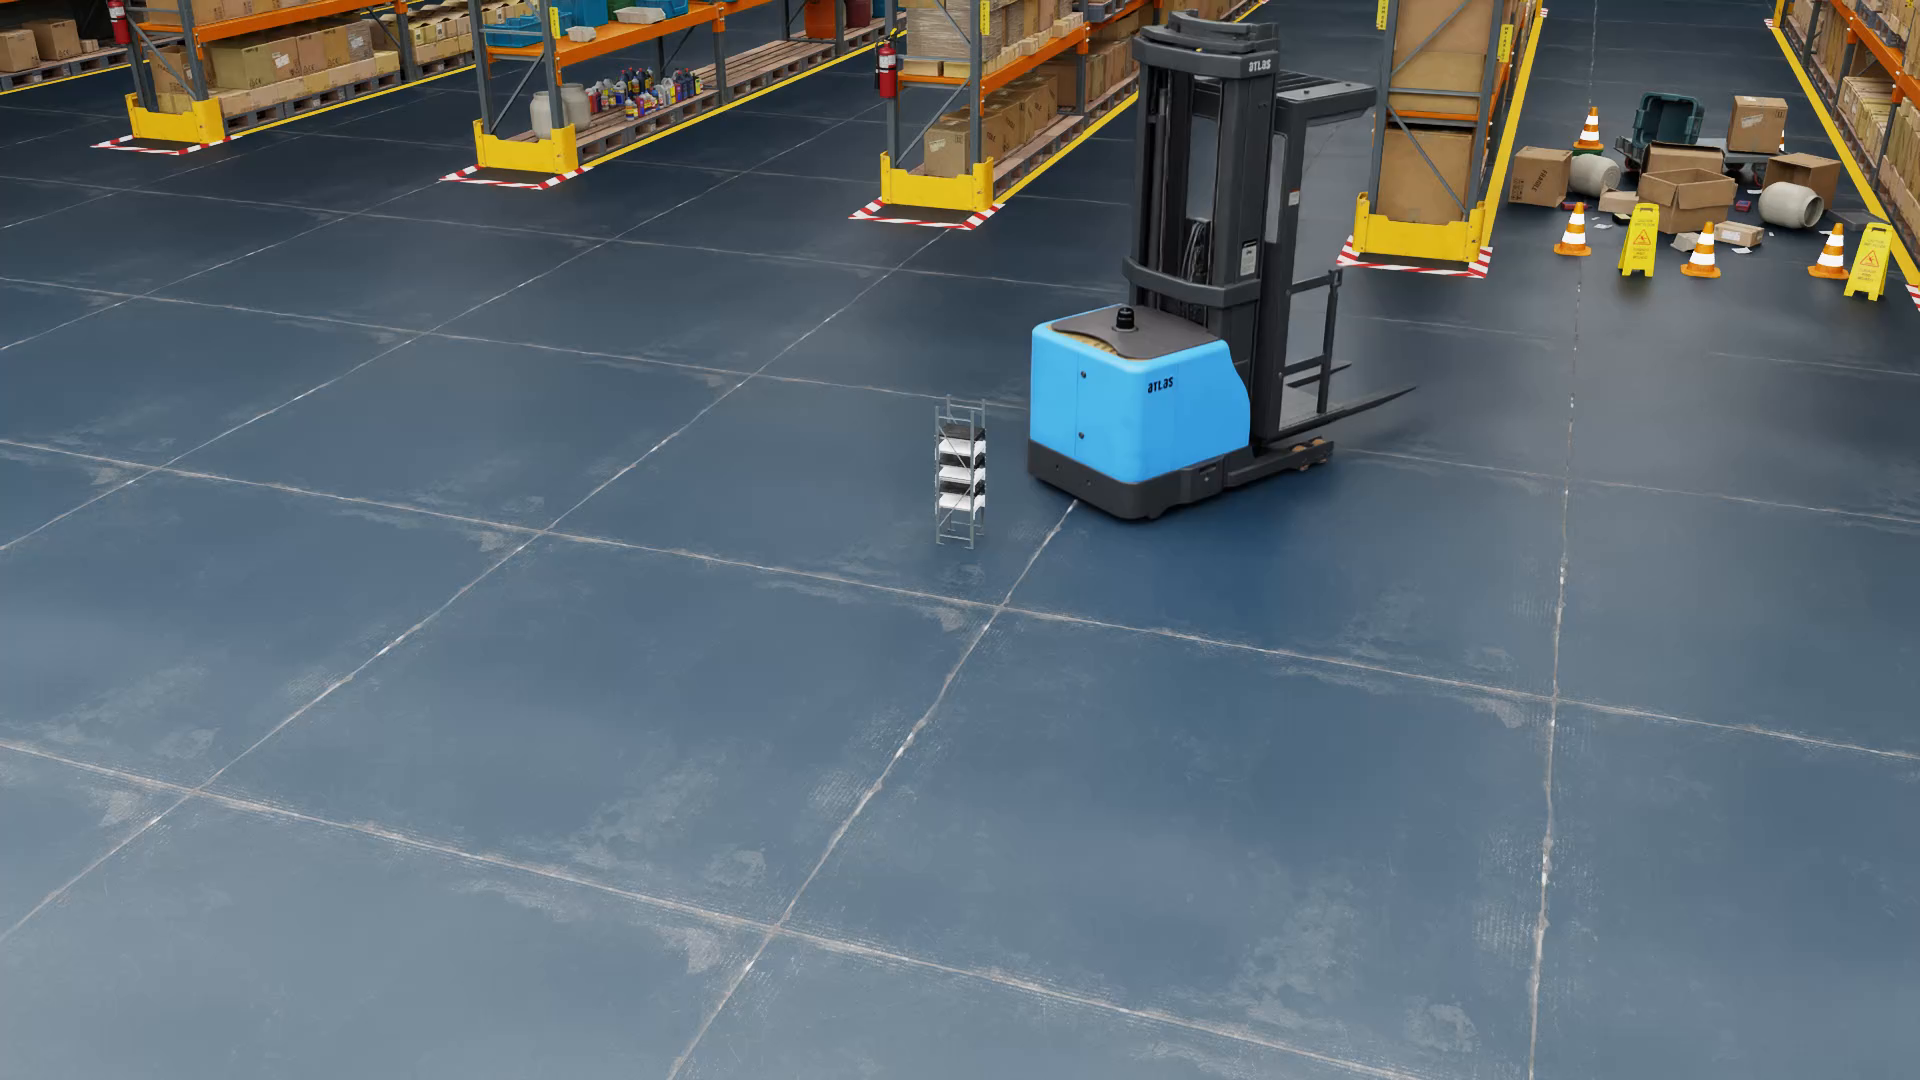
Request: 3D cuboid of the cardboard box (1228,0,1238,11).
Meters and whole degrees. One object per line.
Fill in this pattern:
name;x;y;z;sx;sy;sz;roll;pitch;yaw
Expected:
cardboard box;4.319;-9.675;28.747;0.875;0.875;0.875;9;27;17

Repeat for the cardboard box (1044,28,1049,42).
cardboard box;0.806;-5.775;19.023;0.380;0.149;0.250;9;27;17

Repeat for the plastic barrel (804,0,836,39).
plastic barrel;-2.130;-8.303;25.965;0.600;0.830;0.708;9;27;17

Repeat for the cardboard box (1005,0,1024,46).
cardboard box;0.201;-5.705;18.134;0.875;0.500;0.500;9;27;17

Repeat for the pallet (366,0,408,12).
pallet;-10.878;-9.882;30.417;1.003;0.211;1.213;9;27;17

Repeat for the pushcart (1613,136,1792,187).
pushcart;8.241;-4.218;18.529;1.648;0.377;0.936;0;26;-1

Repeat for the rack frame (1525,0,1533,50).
rack frame;8.368;-9.052;25.504;1.000;3.000;0.127;9;27;17

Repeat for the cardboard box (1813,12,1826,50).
cardboard box;13.380;-7.654;25.075;0.875;0.438;0.875;8;27;17

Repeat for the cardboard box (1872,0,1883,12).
cardboard box;11.084;-6.374;19.779;0.380;0.149;0.250;9;27;18

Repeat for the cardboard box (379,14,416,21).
cardboard box;-8.246;-7.590;24.514;0.500;0.311;0.500;10;27;19

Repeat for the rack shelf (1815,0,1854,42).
rack shelf;12.404;-7.230;22.566;1.077;0.370;4.000;9;27;17

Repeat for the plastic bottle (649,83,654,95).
plastic bottle;-3.880;-5.650;21.089;0.061;0.283;0.133;9;27;17

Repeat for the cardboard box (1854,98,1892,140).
cardboard box;11.046;-4.892;19.446;0.950;0.372;0.625;10;27;19

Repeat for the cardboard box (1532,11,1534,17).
cardboard box;9.466;-8.921;28.024;0.380;0.149;0.250;8;27;15

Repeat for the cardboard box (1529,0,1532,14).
cardboard box;8.359;-8.111;25.086;0.500;0.250;0.500;8;27;16

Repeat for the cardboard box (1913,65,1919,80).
cardboard box;9.965;-4.781;16.970;0.380;0.149;0.250;10;27;19

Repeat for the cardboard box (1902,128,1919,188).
cardboard box;9.616;-3.739;16.344;0.500;0.500;0.500;10;28;20

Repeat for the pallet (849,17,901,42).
pallet;-1.646;-8.462;27.485;1.003;0.211;1.213;9;27;17

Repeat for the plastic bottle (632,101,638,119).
plastic bottle;-4.007;-5.281;20.421;0.097;0.201;0.097;0;26;0

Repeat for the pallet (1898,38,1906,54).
pallet;10.799;-5.295;17.964;1.003;0.211;1.213;9;27;17

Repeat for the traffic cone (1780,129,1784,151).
traffic cone;9.500;-4.659;19.341;0.336;0.463;0.334;9;27;17

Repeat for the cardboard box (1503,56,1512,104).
cardboard box;6.462;-5.988;21.275;1.050;0.750;0.750;9;27;18

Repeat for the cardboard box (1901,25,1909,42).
cardboard box;10.319;-5.416;17.799;0.380;0.149;0.250;9;27;18

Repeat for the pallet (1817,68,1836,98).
pallet;12.480;-6.290;22.998;1.003;0.211;1.213;9;27;17

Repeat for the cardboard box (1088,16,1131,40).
cardboard box;2.032;-7.080;22.935;0.500;0.250;0.500;12;28;23

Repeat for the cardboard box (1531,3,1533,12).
cardboard box;9.188;-8.731;27.290;0.380;0.149;0.250;9;27;17

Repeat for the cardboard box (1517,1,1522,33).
cardboard box;6.302;-6.194;19.486;0.500;0.500;0.500;9;27;18

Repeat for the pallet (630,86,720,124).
pallet;-3.871;-5.719;21.819;1.003;0.211;1.213;9;27;17

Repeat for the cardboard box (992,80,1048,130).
cardboard box;0.708;-5.194;19.922;0.500;0.500;0.500;19;32;34

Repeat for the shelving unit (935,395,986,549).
shelving unit;0.003;-0.408;10.061;0.258;0.900;0.210;9;27;17

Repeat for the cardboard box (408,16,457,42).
cardboard box;-7.734;-7.506;24.340;0.500;0.311;0.500;8;27;17

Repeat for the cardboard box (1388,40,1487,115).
cardboard box;4.456;-4.347;15.615;0.875;0.550;0.550;9;27;17

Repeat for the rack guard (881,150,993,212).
rack guard;-0.243;-3.788;17.499;1.175;0.500;0.348;9;27;17

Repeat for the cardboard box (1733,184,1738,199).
cardboard box;8.113;-3.834;17.864;0.258;0.266;0.396;-9;27;-18

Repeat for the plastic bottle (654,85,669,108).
plastic bottle;-3.780;-5.631;21.060;0.152;0.276;0.135;9;27;18

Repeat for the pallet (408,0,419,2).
pallet;-10.474;-10.385;31.456;1.003;0.211;1.213;9;27;17

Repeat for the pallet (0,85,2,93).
pallet;-13.953;-6.141;22.692;1.003;0.211;1.213;9;27;17

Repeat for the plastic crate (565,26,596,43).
plastic crate;-4.338;-5.802;19.094;0.298;0.136;0.250;9;27;17

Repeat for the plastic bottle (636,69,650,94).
plastic bottle;-4.132;-5.957;21.646;0.144;0.351;0.185;9;27;17

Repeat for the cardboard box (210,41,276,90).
cardboard box;-9.056;-6.002;21.018;0.500;0.500;0.500;9;27;17

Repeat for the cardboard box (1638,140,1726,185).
cardboard box;7.577;-3.856;17.482;0.797;0.637;0.503;9;27;17

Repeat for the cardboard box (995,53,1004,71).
cardboard box;0.250;-5.052;17.529;0.380;0.149;0.250;9;27;17

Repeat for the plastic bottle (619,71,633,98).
plastic bottle;-4.331;-5.900;21.529;0.144;0.351;0.185;8;27;15

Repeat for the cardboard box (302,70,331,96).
cardboard box;-8.720;-6.075;22.029;0.500;0.250;0.500;9;27;17

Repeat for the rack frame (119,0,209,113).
rack frame;-9.609;-6.320;19.860;1.000;3.000;0.127;9;27;17

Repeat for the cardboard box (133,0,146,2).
cardboard box;-12.578;-8.577;26.026;0.500;0.250;0.500;8;27;16

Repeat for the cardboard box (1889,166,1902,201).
cardboard box;9.790;-3.615;16.948;0.500;0.250;0.500;10;28;20

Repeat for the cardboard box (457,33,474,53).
cardboard box;-7.569;-7.468;24.905;0.500;0.250;0.500;8;27;16

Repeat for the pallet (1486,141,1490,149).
pallet;5.892;-4.837;19.999;1.003;0.211;1.213;9;27;17

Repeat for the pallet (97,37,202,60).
pallet;-12.693;-7.745;26.005;1.003;0.211;1.213;9;27;17

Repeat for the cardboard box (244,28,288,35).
cardboard box;-9.225;-6.490;22.026;0.500;0.500;0.500;9;27;17

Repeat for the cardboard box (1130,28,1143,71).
cardboard box;2.190;-6.964;23.554;0.700;0.500;0.500;7;27;15

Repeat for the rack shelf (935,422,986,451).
rack shelf;0.003;-0.621;9.958;0.258;0.077;0.200;9;27;17

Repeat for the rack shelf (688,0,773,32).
rack shelf;-2.943;-7.742;23.623;1.077;0.370;4.000;9;27;17

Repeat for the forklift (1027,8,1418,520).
forklift;1.921;-1.950;10.915;3.031;2.935;1.130;-19;31;-33

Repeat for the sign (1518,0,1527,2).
sign;6.230;-6.110;18.343;0.100;0.325;0.005;9;27;17
